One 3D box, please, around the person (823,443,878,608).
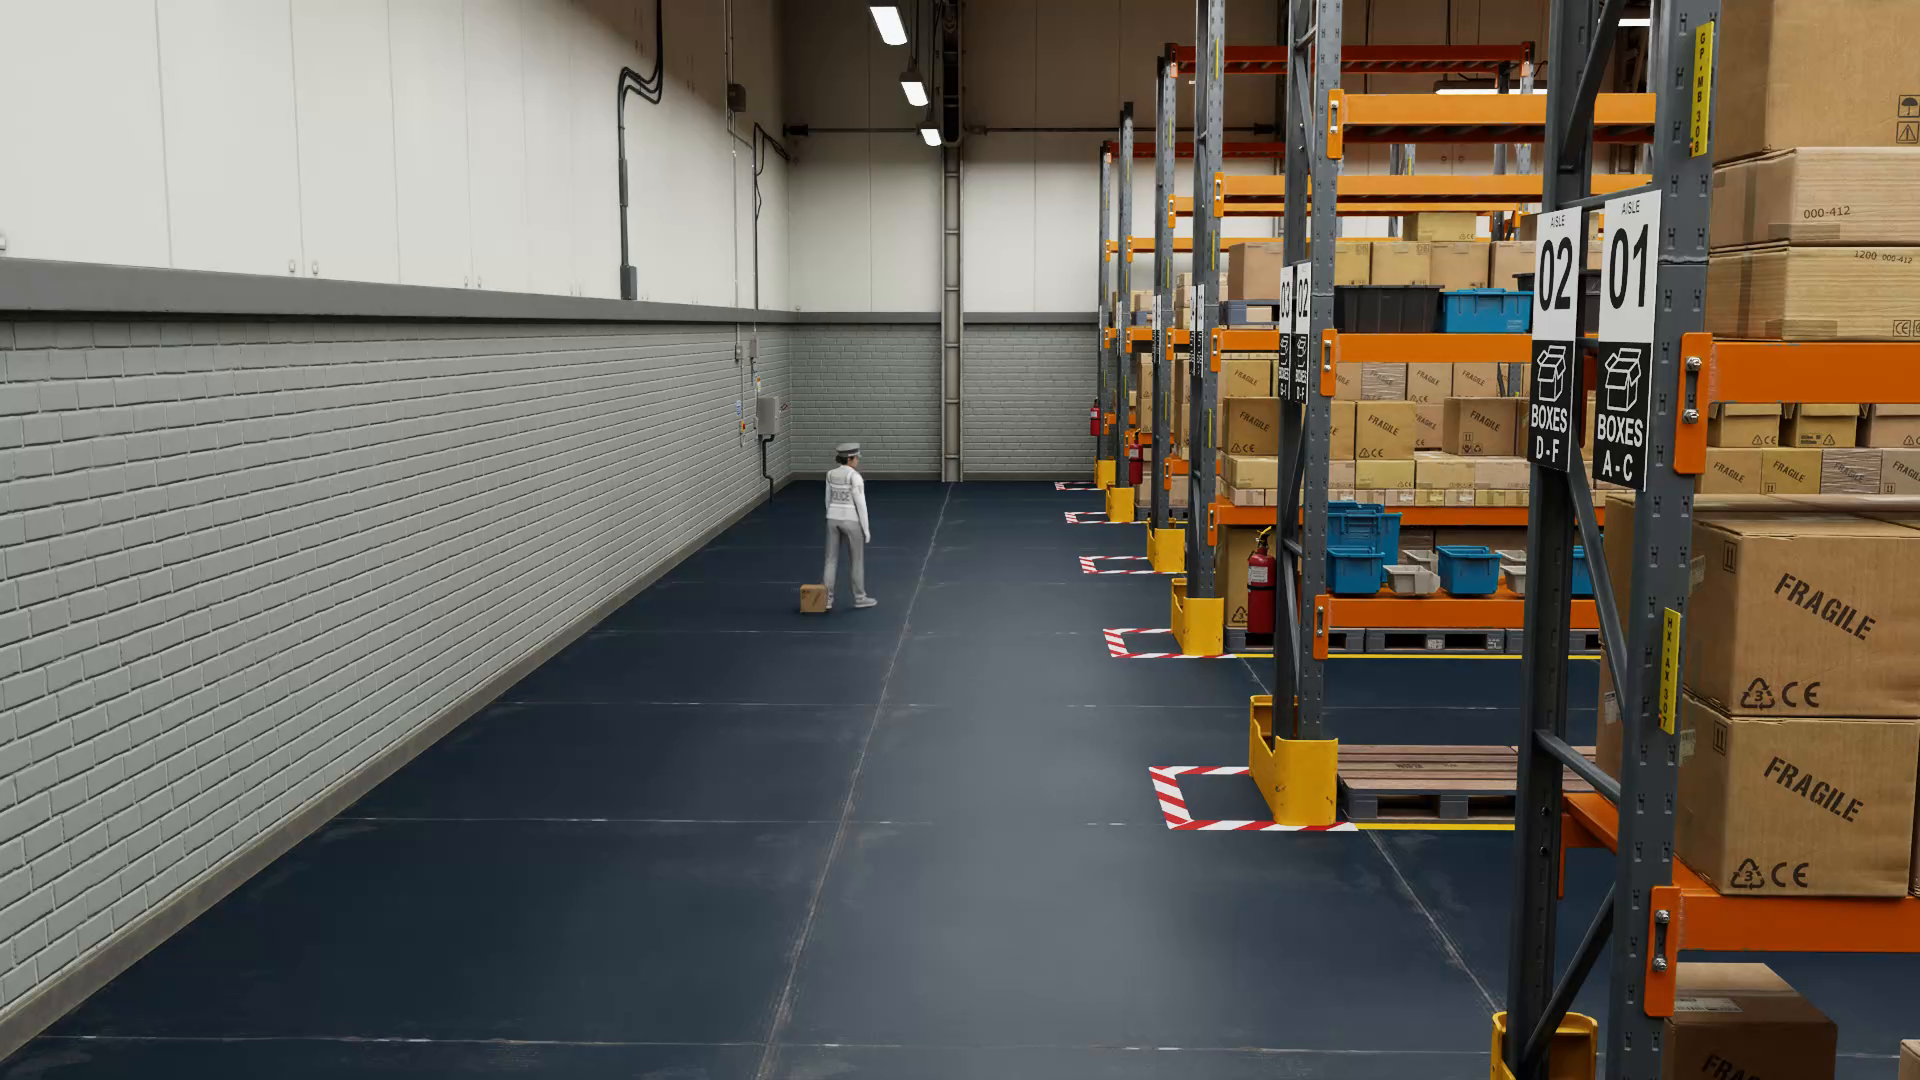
[{"bbox_3d":[-1.125,-0.142,16.696,0.538,1.655,0.579,4,8,30],"label":"person"}]
